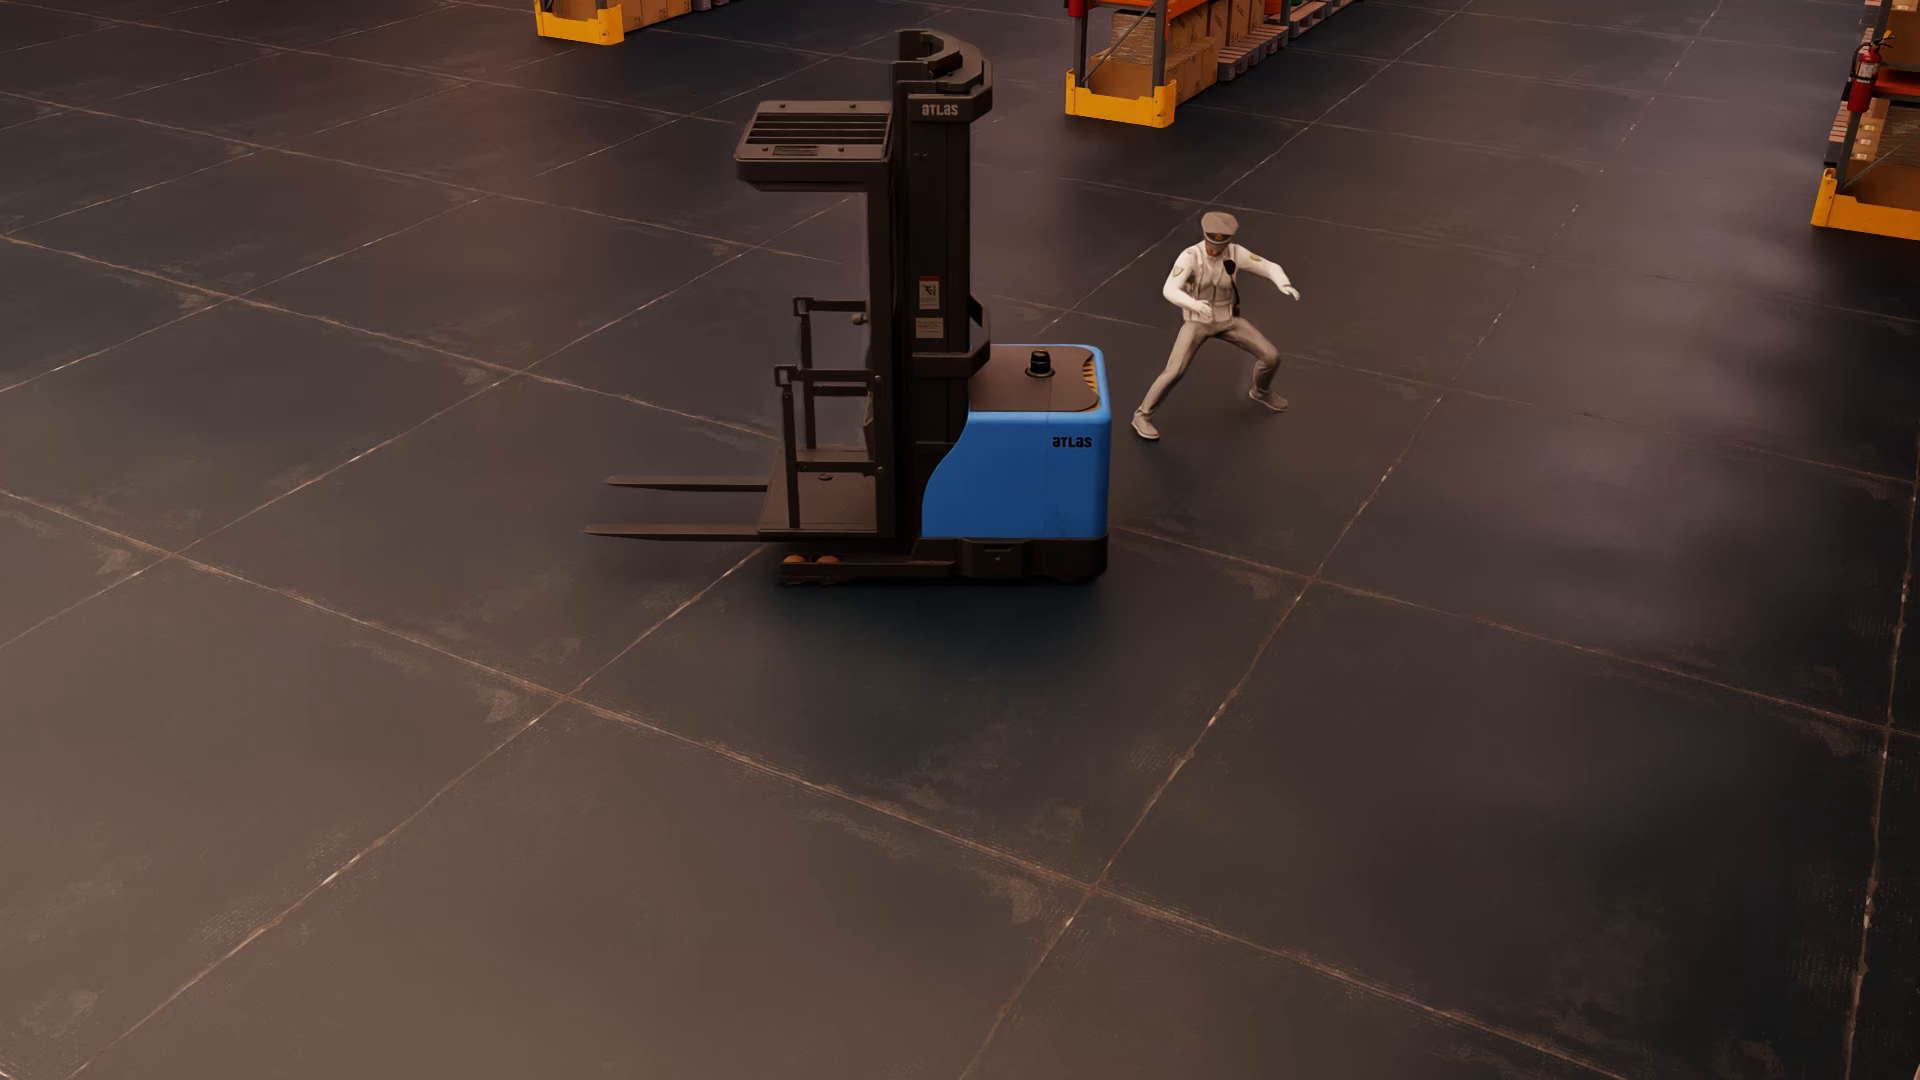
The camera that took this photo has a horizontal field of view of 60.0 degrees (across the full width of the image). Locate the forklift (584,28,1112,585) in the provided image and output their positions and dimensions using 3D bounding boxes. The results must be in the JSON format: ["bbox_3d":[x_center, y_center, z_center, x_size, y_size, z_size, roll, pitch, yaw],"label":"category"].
[{"bbox_3d":[-0.660,-1.275,9.280,3.031,2.935,1.130,0,30,1],"label":"forklift"}]

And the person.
[{"bbox_3d":[1.726,-1.439,11.050,1.115,1.447,0.655,-2,30,-3],"label":"person"}]
